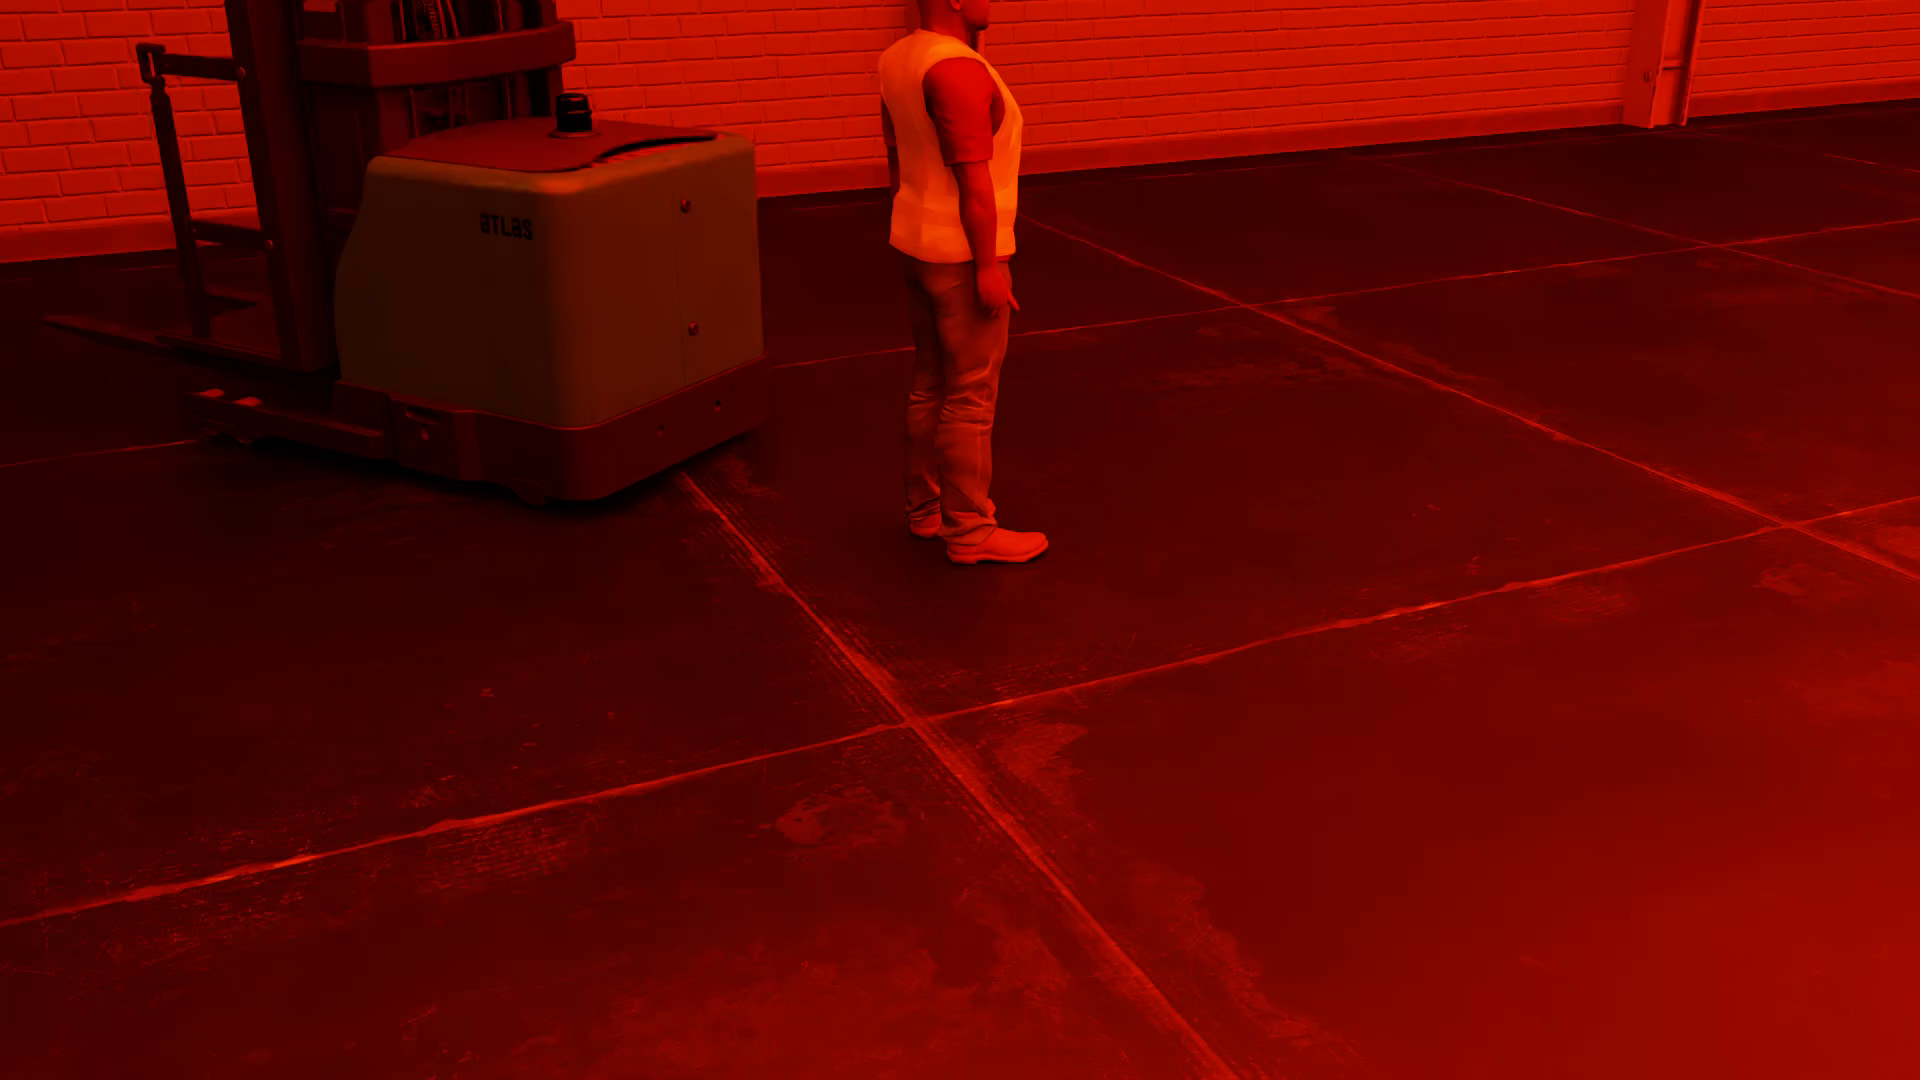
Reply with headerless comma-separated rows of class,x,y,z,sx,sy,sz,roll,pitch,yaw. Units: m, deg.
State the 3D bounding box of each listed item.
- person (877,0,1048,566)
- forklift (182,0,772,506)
person,-0.002,-0.819,4.778,0.387,1.770,0.556,-10,25,-23
forklift,-1.739,-1.712,5.522,1.939,2.843,1.129,12,26,27
